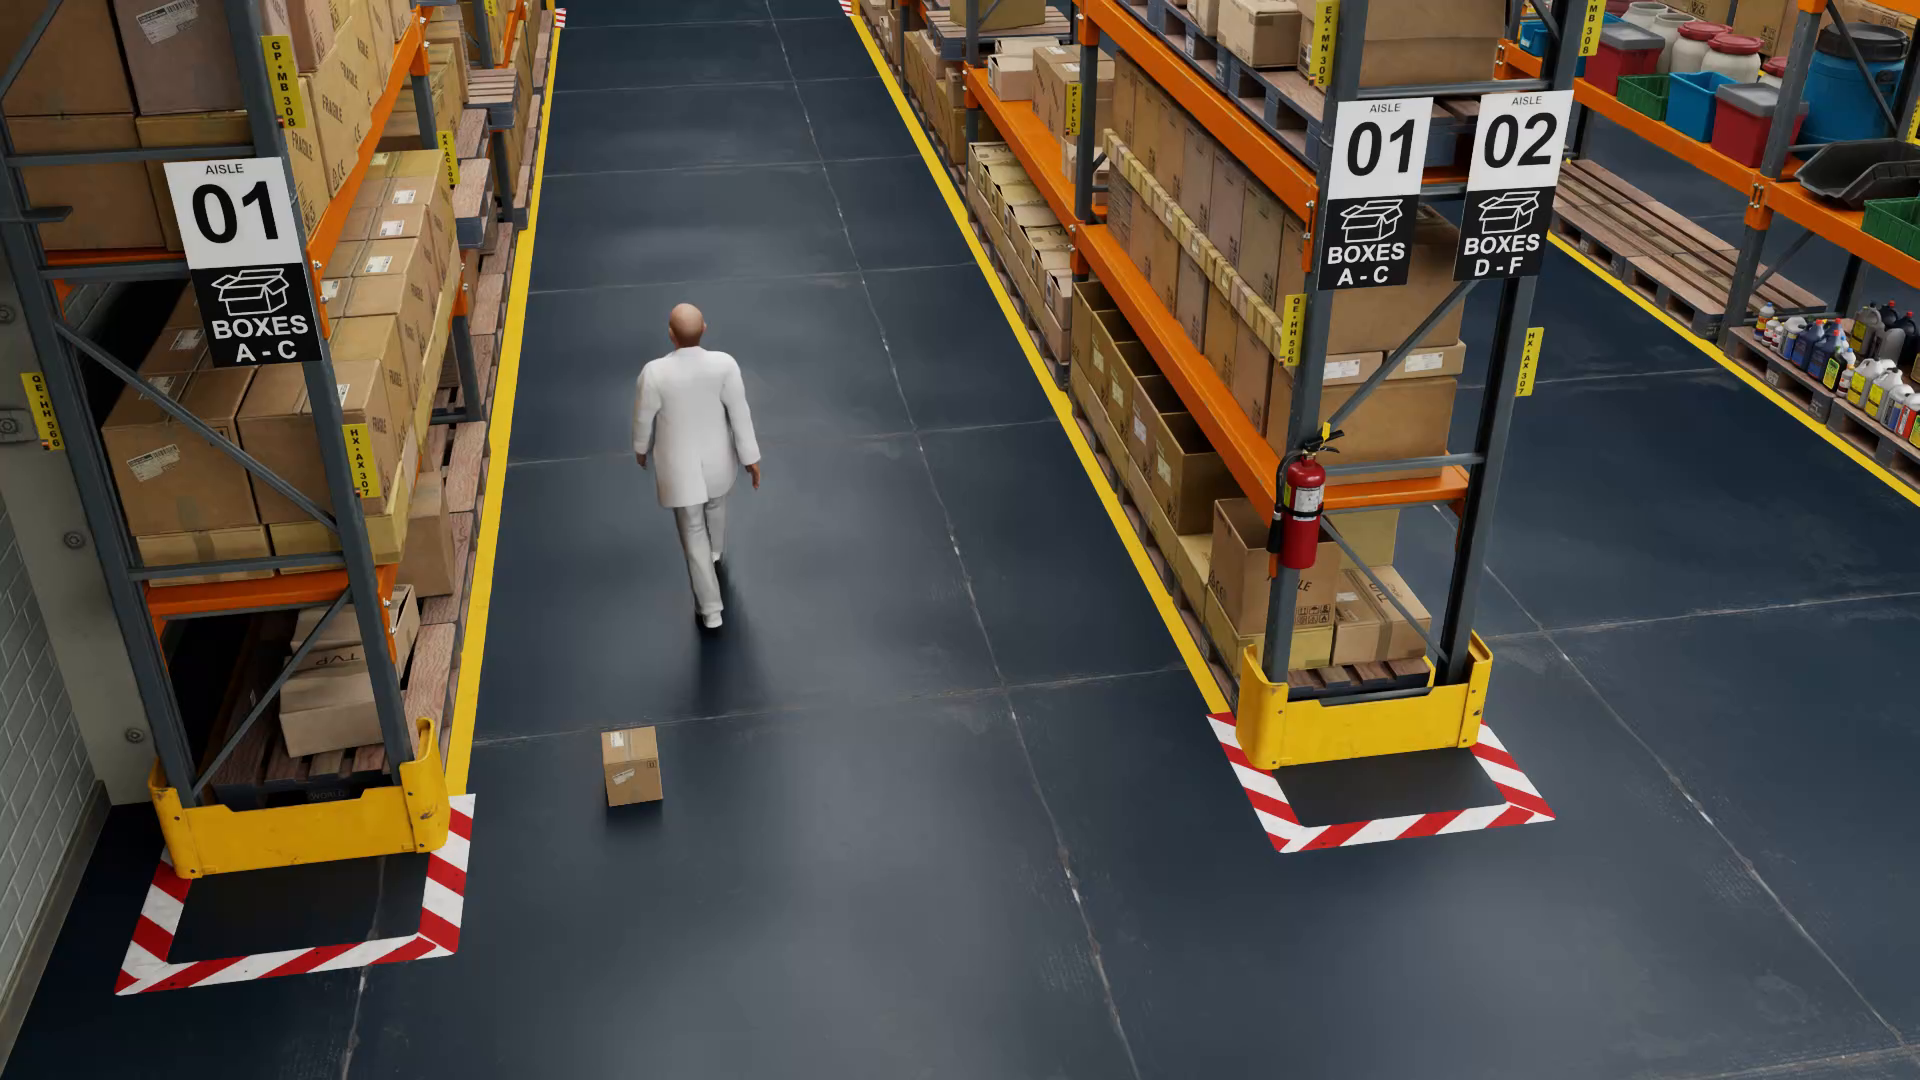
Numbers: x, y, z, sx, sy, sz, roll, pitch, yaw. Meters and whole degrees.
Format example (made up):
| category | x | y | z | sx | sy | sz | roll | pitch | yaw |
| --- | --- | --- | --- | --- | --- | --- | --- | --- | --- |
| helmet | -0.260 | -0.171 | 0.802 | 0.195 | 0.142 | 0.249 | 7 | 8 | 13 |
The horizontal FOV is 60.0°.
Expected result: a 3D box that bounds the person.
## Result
| category | x | y | z | sx | sy | sz | roll | pitch | yaw |
| --- | --- | --- | --- | --- | --- | --- | --- | --- | --- |
| person | -1.450 | -0.494 | 8.973 | 0.619 | 1.742 | 1.018 | -13 | 33 | -21 |
